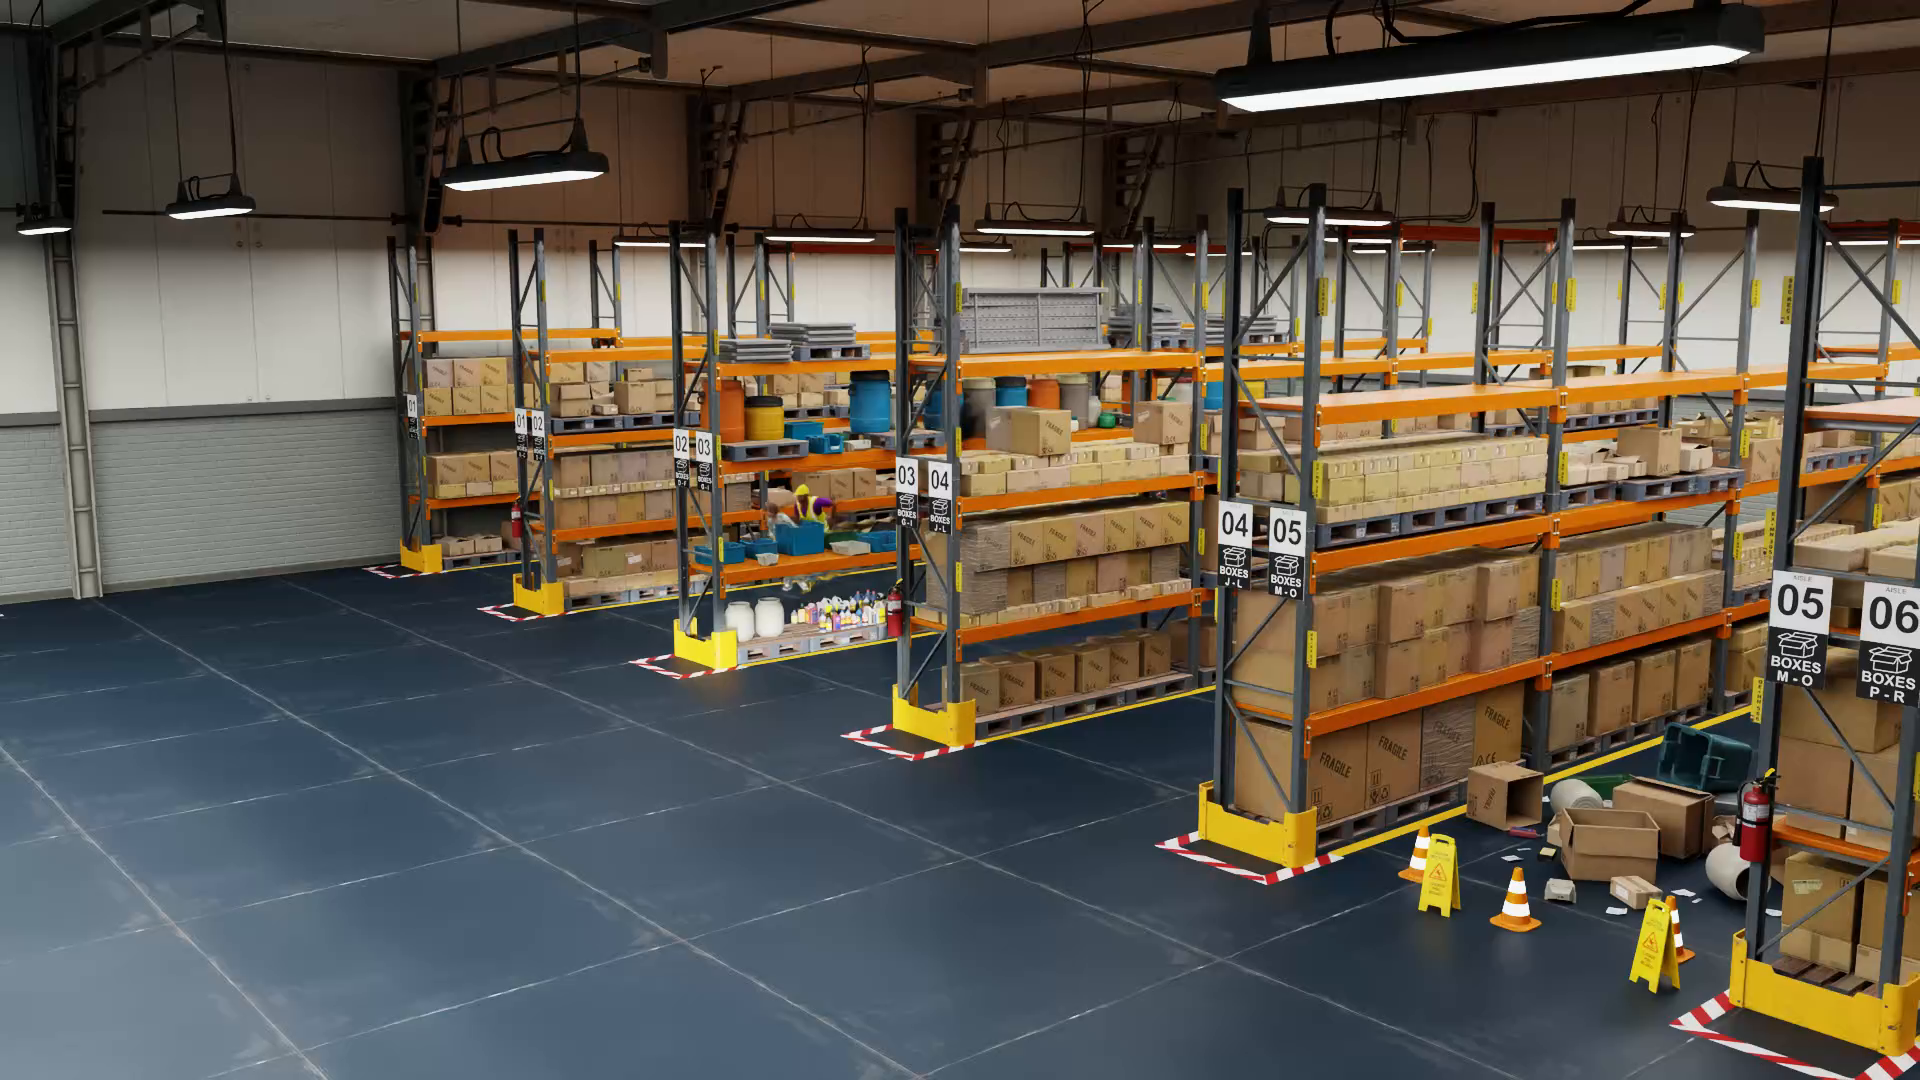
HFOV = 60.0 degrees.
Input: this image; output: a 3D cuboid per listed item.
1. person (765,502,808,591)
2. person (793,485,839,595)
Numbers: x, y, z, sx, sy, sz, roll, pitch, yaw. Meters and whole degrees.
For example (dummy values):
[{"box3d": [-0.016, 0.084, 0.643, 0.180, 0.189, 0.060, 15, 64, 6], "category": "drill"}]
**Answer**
[{"box3d": [-2.780, 0.108, 26.528, 0.543, 1.469, 0.798, 3, 9, 18], "category": "person"}, {"box3d": [-2.312, -0.041, 26.996, 0.738, 1.782, 0.984, 7, 11, 39], "category": "person"}]
